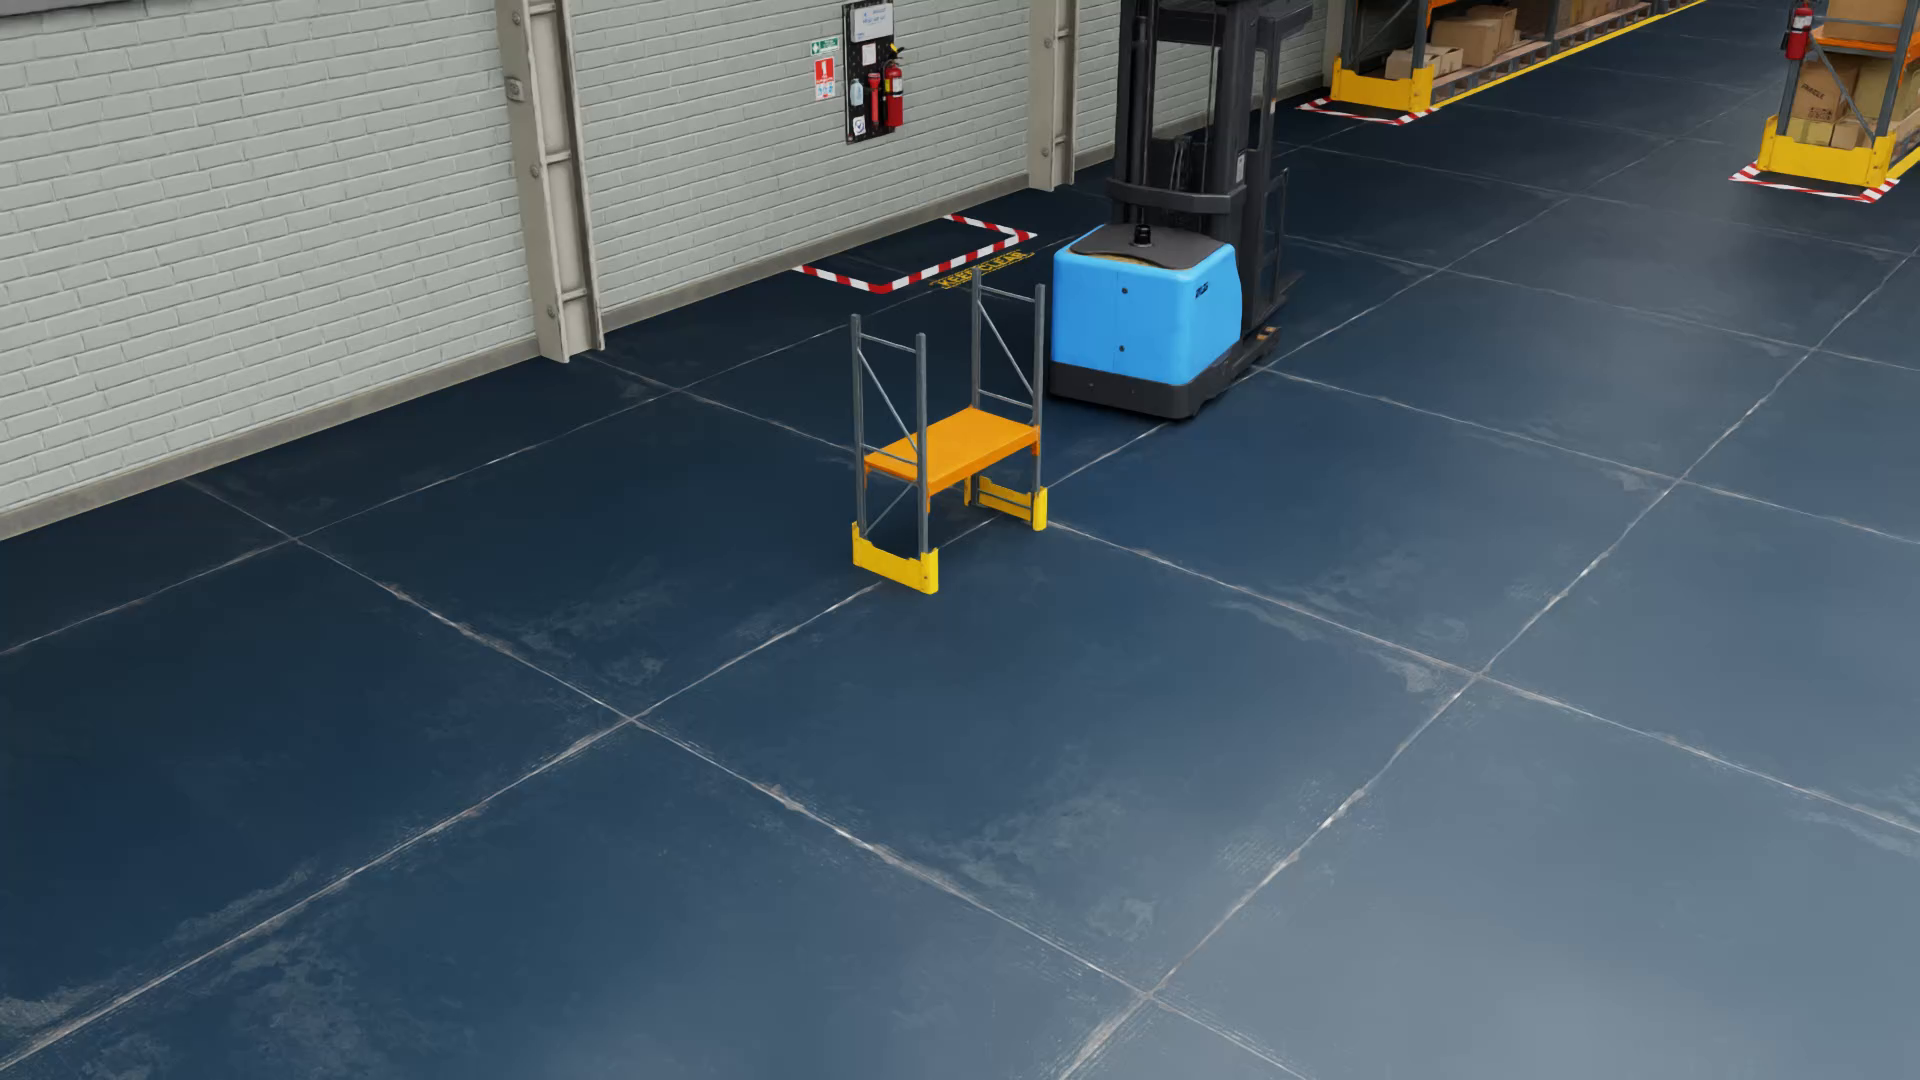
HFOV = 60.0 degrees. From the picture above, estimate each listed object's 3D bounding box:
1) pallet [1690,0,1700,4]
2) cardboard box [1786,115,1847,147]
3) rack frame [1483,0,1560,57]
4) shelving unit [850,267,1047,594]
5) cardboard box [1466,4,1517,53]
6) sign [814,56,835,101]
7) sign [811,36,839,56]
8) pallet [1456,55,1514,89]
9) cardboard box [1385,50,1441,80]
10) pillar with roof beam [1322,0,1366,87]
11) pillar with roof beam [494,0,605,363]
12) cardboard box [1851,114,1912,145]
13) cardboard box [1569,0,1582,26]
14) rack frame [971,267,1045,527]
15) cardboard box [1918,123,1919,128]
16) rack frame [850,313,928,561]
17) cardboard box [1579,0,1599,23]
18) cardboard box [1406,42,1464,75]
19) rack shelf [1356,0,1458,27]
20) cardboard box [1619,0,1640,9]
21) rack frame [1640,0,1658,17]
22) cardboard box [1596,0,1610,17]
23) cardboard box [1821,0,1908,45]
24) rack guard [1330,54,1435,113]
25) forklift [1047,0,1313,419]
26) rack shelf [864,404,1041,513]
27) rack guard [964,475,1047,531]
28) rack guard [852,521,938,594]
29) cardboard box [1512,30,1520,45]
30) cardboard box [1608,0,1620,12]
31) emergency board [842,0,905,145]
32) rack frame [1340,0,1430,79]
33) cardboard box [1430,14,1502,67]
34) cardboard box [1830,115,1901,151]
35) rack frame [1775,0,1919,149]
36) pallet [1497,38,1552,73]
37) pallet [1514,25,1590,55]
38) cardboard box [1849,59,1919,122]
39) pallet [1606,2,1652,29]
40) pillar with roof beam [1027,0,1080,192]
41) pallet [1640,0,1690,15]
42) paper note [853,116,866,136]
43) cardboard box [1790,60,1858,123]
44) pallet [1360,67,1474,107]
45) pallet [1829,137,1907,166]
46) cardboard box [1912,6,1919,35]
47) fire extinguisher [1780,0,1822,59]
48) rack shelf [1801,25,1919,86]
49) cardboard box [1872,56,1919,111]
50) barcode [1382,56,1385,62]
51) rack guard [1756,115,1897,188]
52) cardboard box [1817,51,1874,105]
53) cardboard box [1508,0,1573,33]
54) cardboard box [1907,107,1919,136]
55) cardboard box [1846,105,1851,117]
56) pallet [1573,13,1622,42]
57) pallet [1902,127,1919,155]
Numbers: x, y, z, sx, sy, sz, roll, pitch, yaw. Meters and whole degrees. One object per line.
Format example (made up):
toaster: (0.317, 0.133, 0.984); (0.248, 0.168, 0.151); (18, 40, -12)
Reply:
pallet: (11.364, -8.789, 26.509); (1.003, 0.211, 1.213); (21, 34, 34)
cardboard box: (8.878, -4.298, 17.329); (0.500, 0.250, 0.500); (21, 34, 34)
rack frame: (7.484, -7.921, 21.797); (1.000, 3.000, 0.127); (21, 34, 34)
shelving unit: (-0.048, -0.639, 9.353); (0.587, 1.500, 1.083); (21, 34, 34)
cardboard box: (6.855, -6.626, 21.536); (0.500, 0.500, 0.500); (18, 32, 31)
sign: (-1.131, -3.861, 13.911); (0.001, 0.329, 0.234); (21, 34, 34)
sign: (-1.121, -4.096, 13.787); (0.001, 0.109, 0.331); (21, 34, 34)
pallet: (6.309, -5.999, 21.117); (1.003, 0.211, 1.213); (21, 34, 34)
cardboard box: (5.450, -5.723, 19.995); (0.500, 0.311, 0.500); (17, 32, 29)
pillar with roof beam: (8.040, -8.410, 16.213); (9.100, 9.000, 0.400); (21, 34, 34)
pillar with roof beam: (0.407, -4.155, 7.989); (9.100, 9.000, 0.400); (21, 34, 34)
cardboard box: (9.593, -4.325, 17.381); (0.500, 0.250, 0.500); (21, 34, 34)
cardboard box: (8.230, -7.470, 23.166); (0.700, 0.500, 0.500); (20, 33, 33)
rack frame: (0.269, -0.816, 9.695); (0.500, 1.500, 0.032); (21, 34, 34)
cardboard box: (10.233, -4.678, 18.064); (0.500, 0.250, 0.500); (21, 34, 34)
rack frame: (-0.378, -0.456, 8.999); (0.500, 1.500, 0.032); (21, 34, 34)
cardboard box: (8.585, -7.639, 23.493); (0.700, 0.500, 0.500); (21, 34, 35)
cardboard box: (5.812, -5.925, 20.386); (0.500, 0.311, 0.500); (24, 36, 38)
rack shelf: (6.212, -6.892, 20.591); (1.077, 0.370, 4.000); (21, 34, 34)
cardboard box: (9.611, -8.154, 24.489); (0.700, 0.500, 0.500); (21, 34, 35)
rack frame: (10.029, -9.339, 24.538); (1.000, 3.000, 0.127); (21, 34, 34)
cardboard box: (8.899, -7.821, 23.845); (0.700, 0.500, 0.500); (21, 34, 34)
cardboard box: (9.072, -5.262, 16.549); (0.700, 0.500, 0.500); (21, 34, 34)
rack guard: (4.988, -5.419, 19.682); (1.175, 0.500, 0.348); (21, 34, 34)
forklift: (1.769, -2.758, 11.892); (1.130, 2.935, 3.031); (14, 31, 26)
rack shelf: (-0.054, -0.476, 9.430); (0.538, 0.185, 1.000); (21, 34, 34)
rack guard: (0.268, -0.261, 9.982); (0.587, 0.250, 0.087); (21, 34, 34)
rack guard: (-0.365, 0.093, 9.299); (0.587, 0.250, 0.087); (21, 34, 34)
cardboard box: (7.167, -6.659, 21.963); (0.380, 0.166, 0.250); (16, 31, 28)
cardboard box: (9.193, -8.005, 24.201); (0.700, 0.500, 0.500); (21, 34, 34)
emergency board: (-0.700, -4.011, 14.240); (0.194, 1.169, 0.643); (21, 34, 34)
rack frame: (4.940, -6.503, 19.055); (1.000, 3.000, 0.127); (21, 34, 34)
cardboard box: (6.317, -6.254, 20.817); (0.700, 0.500, 0.500); (18, 33, 31)
cardboard box: (9.278, -4.147, 17.036); (0.500, 0.250, 0.500); (21, 34, 34)
rack frame: (8.765, -5.056, 16.259); (1.000, 3.000, 0.127); (21, 34, 34)
pallet: (7.084, -6.434, 21.957); (1.003, 0.211, 1.213); (21, 34, 34)
pallet: (7.978, -6.959, 22.972); (1.003, 0.211, 1.213); (21, 34, 34)
cardboard box: (9.594, -4.658, 17.208); (0.500, 0.500, 0.500); (21, 34, 34)
pallet: (9.530, -7.824, 24.644); (1.003, 0.211, 1.213); (21, 34, 34)
pillar with roof beam: (4.223, -6.283, 12.101); (9.100, 9.000, 0.400); (21, 34, 34)
pallet: (10.588, -8.358, 25.677); (1.003, 0.211, 1.213); (21, 34, 34)
paper note: (-0.866, -3.578, 14.360); (0.016, 0.148, 0.142); (21, 34, 34)
cardboard box: (8.876, -4.632, 17.158); (0.500, 0.500, 0.500); (21, 34, 34)
pallet: (5.532, -5.569, 20.285); (1.003, 0.211, 1.213); (21, 34, 34)
pallet: (9.219, -4.101, 17.448); (1.003, 0.211, 1.213); (21, 34, 34)
cardboard box: (9.402, -5.450, 16.912); (0.700, 0.500, 0.500); (22, 34, 36)
fire extinguisher: (8.331, -5.116, 16.459); (0.296, 0.674, 0.183); (21, 34, 34)
rack shelf: (10.037, -5.446, 17.795); (1.077, 0.370, 4.000); (21, 34, 34)
cardboard box: (9.902, -4.839, 17.558); (0.500, 0.500, 0.500); (21, 34, 34)
barcode: (5.152, -5.850, 20.232); (0.001, 0.075, 0.075); (21, 34, 34)
rack guard: (8.750, -3.938, 16.817); (1.175, 0.500, 0.348); (21, 34, 34)
cardboard box: (9.501, -4.991, 17.852); (0.500, 0.500, 0.500); (21, 34, 34)
cardboard box: (7.940, -7.272, 22.784); (0.700, 0.500, 0.500); (22, 35, 36)
cardboard box: (9.911, -4.502, 17.724); (0.500, 0.250, 0.500); (21, 34, 34)
cardboard box: (9.187, -4.479, 17.679); (0.500, 0.250, 0.500); (21, 34, 34)
pallet: (8.754, -7.393, 23.812); (1.003, 0.211, 1.213); (21, 34, 34)
pallet: (9.995, -4.532, 18.280); (1.003, 0.211, 1.213); (21, 34, 34)
